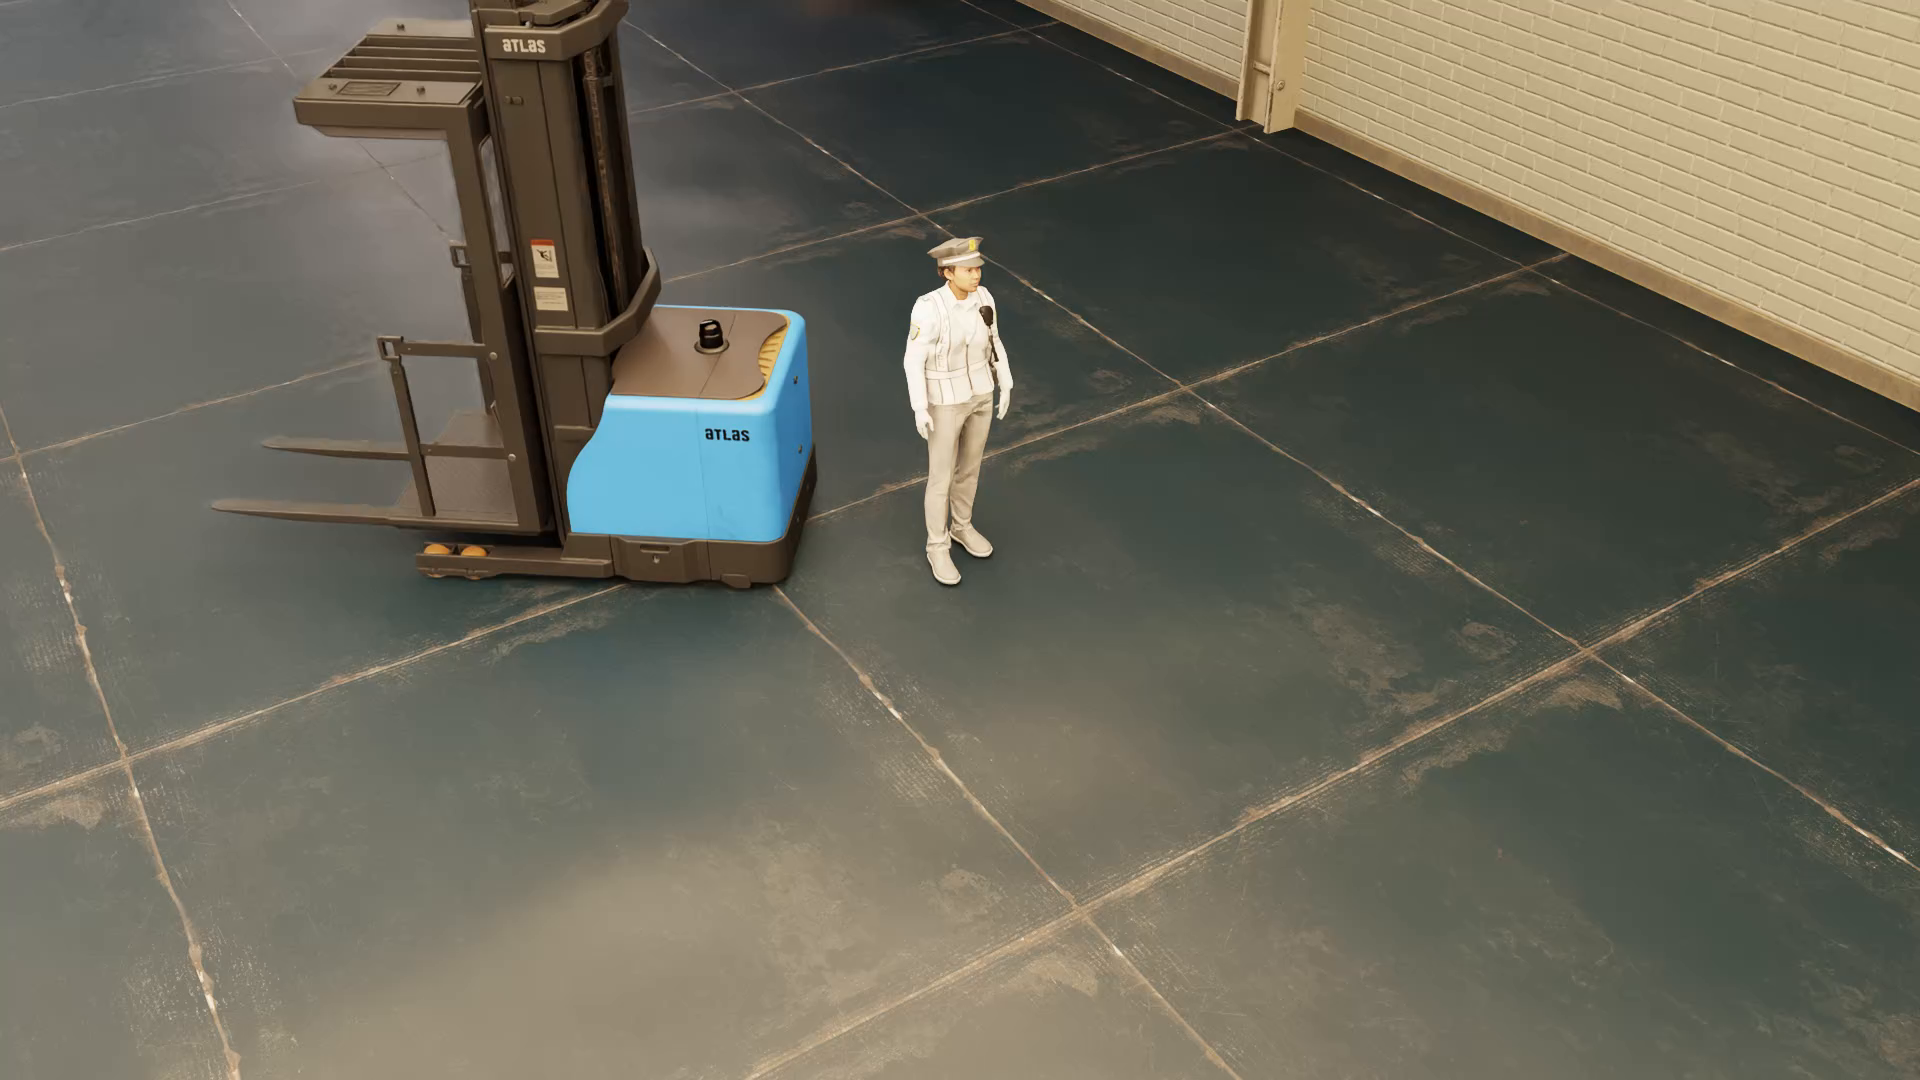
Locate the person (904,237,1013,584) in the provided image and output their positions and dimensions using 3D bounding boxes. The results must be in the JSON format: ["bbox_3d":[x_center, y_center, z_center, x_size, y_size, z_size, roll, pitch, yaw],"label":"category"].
[{"bbox_3d":[0.031,-0.665,8.157,0.587,1.696,0.534,-21,40,-27],"label":"person"}]

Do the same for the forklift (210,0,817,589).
[{"bbox_3d":[-2.323,-1.298,7.995,3.031,2.935,1.130,3,35,4],"label":"forklift"}]
